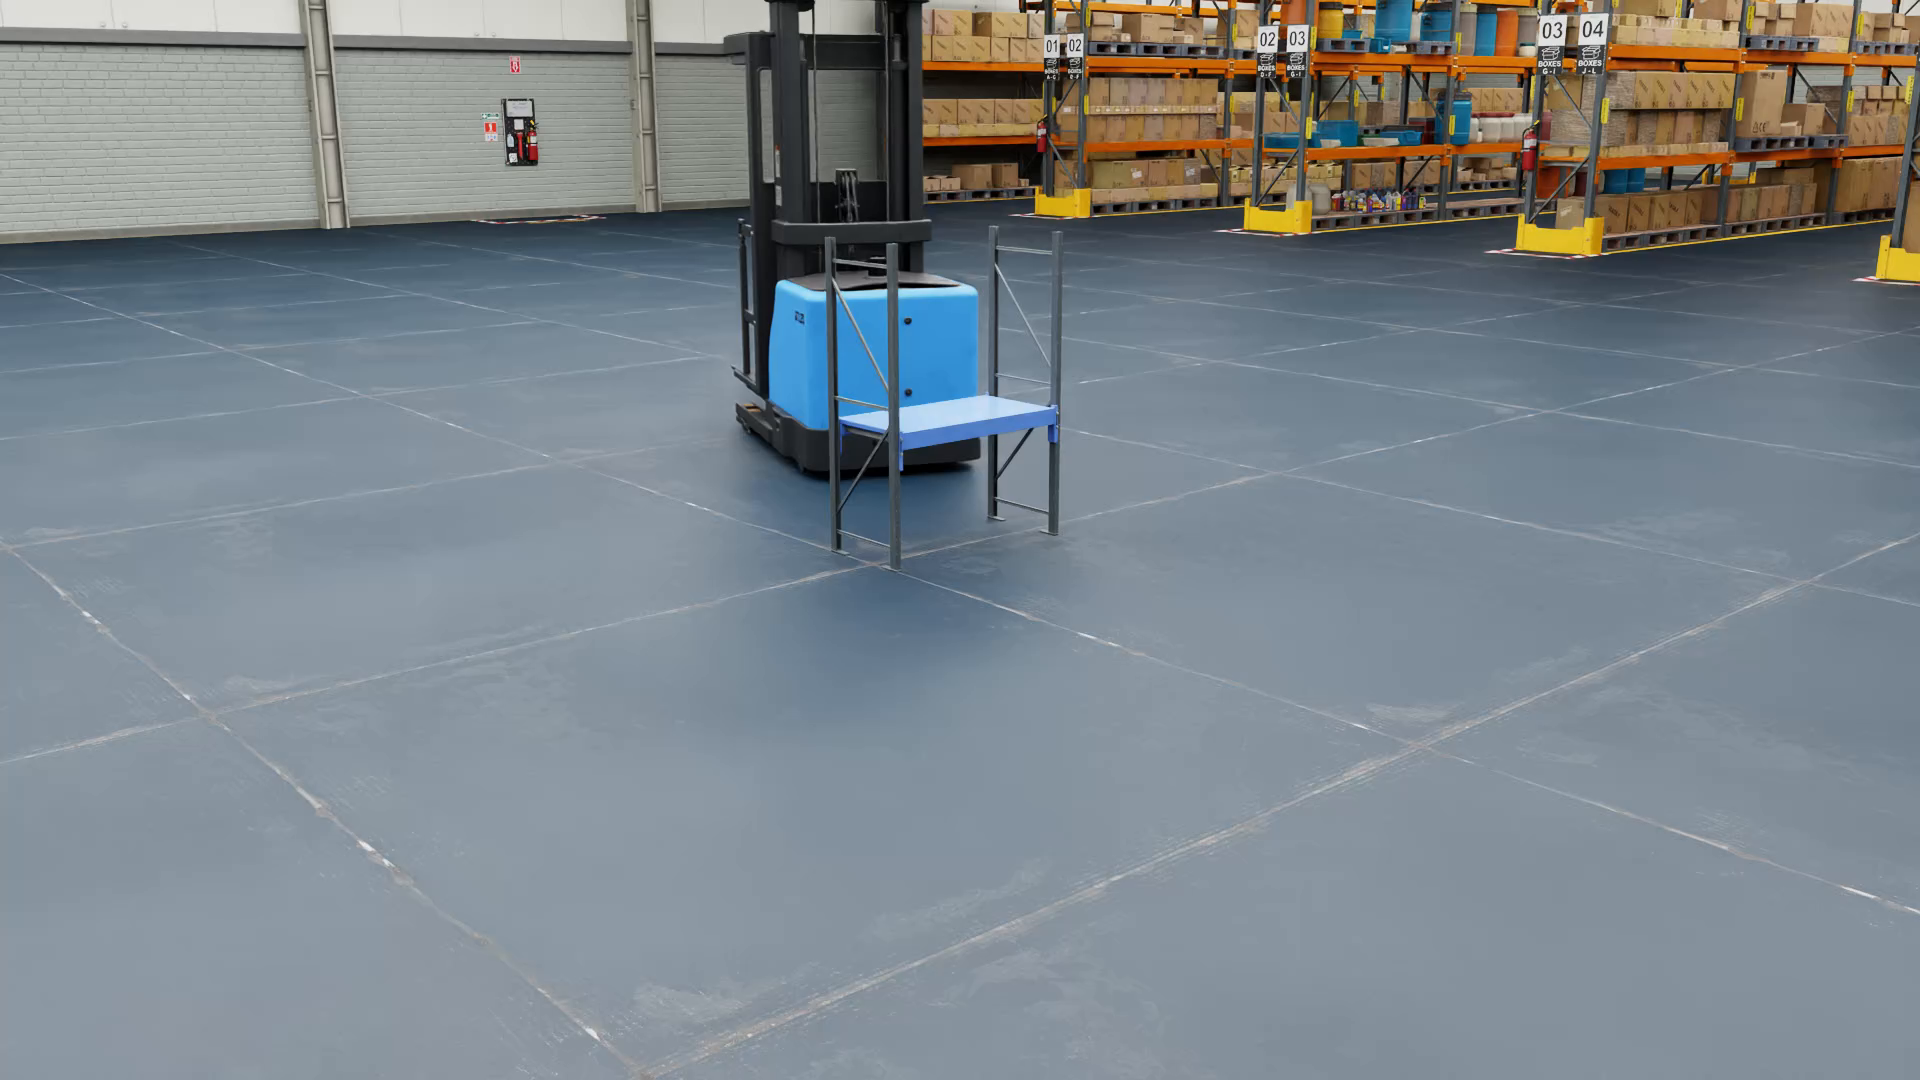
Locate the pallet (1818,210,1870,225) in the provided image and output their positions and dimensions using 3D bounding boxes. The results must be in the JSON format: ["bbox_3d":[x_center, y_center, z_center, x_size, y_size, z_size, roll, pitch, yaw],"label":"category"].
[{"bbox_3d":[15.084,-5.648,28.987,1.213,0.211,1.003,-13,19,-39],"label":"pallet"}]

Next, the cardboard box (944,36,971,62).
[{"bbox_3d":[-0.115,-10.102,34.213,0.500,0.500,0.500,-12,19,-37],"label":"cardboard box"}]

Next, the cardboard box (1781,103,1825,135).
[{"bbox_3d":[13.704,-6.915,27.317,0.500,0.500,0.700,-9,18,-31],"label":"cardboard box"}]

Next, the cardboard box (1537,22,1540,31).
[{"bbox_3d":[13.598,-12.052,39.612,0.500,0.500,0.700,-13,19,-39],"label":"cardboard box"}]

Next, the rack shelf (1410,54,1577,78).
[{"bbox_3d":[9.680,-8.604,30.229,4.000,0.370,1.077,-13,19,-39],"label":"rack shelf"}]

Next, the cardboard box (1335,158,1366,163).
[{"bbox_3d":[8.531,-8.388,36.377,0.500,0.250,0.500,-12,19,-37],"label":"cardboard box"}]

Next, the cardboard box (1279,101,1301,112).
[{"bbox_3d":[8.123,-10.681,41.843,0.700,0.700,0.980,-12,19,-39],"label":"cardboard box"}]

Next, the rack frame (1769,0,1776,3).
[{"bbox_3d":[17.224,-12.095,36.092,0.127,3.000,1.000,-13,19,-39],"label":"rack frame"}]

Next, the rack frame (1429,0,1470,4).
[{"bbox_3d":[10.958,-12.382,37.167,0.127,3.000,1.000,-13,19,-39],"label":"rack frame"}]

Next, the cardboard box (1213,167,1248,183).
[{"bbox_3d":[5.398,-7.295,33.177,0.500,0.311,0.500,-13,19,-39],"label":"cardboard box"}]

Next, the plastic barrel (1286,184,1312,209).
[{"bbox_3d":[5.600,-5.613,27.458,0.421,0.512,0.421,0,15,0],"label":"plastic barrel"}]

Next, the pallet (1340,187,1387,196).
[{"bbox_3d":[8.528,-7.578,36.210,1.213,0.211,1.003,-13,19,-39],"label":"pallet"}]

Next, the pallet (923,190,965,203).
[{"bbox_3d":[-0.656,-7.211,34.837,1.213,0.211,1.003,-13,19,-39],"label":"pallet"}]

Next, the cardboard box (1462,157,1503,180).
[{"bbox_3d":[12.372,-8.809,39.402,0.637,0.503,0.797,-13,19,-39],"label":"cardboard box"}]

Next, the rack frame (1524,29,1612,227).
[{"bbox_3d":[8.405,-5.522,23.109,0.127,3.000,1.000,-13,19,-39],"label":"rack frame"}]

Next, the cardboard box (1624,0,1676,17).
[{"bbox_3d":[9.702,-7.603,23.350,0.500,0.500,0.500,-13,20,-40],"label":"cardboard box"}]

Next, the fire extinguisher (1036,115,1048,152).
[{"bbox_3d":[1.511,-7.484,30.605,0.183,0.674,0.296,-13,19,-39],"label":"fire extinguisher"}]

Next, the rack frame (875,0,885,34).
[{"bbox_3d":[-1.349,-11.313,33.165,0.127,3.000,1.000,-13,19,-39],"label":"rack frame"}]

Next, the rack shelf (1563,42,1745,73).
[{"bbox_3d":[9.914,-6.962,24.083,4.000,0.370,1.077,-13,19,-39],"label":"rack shelf"}]

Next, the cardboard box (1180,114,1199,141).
[{"bbox_3d":[4.198,-8.010,32.230,0.500,0.500,0.700,-13,20,-40],"label":"cardboard box"}]

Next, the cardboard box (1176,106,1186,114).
[{"bbox_3d":[4.089,-8.230,31.799,0.250,0.149,0.380,-13,20,-40],"label":"cardboard box"}]

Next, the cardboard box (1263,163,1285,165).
[{"bbox_3d":[6.575,-7.743,34.854,0.500,0.311,0.500,-13,20,-41],"label":"cardboard box"}]

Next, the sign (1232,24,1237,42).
[{"bbox_3d":[5.288,-9.758,32.000,0.005,0.325,0.100,-13,19,-39],"label":"sign"}]

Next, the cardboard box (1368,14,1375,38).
[{"bbox_3d":[8.658,-10.946,35.471,0.500,0.500,0.500,-13,19,-39],"label":"cardboard box"}]

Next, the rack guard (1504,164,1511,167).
[{"bbox_3d":[13.918,-8.941,40.753,0.348,0.500,1.175,-13,19,-39],"label":"rack guard"}]

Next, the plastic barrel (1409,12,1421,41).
[{"bbox_3d":[7.718,-8.835,28.670,0.421,0.512,0.421,0,15,0],"label":"plastic barrel"}]

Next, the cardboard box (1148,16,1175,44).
[{"bbox_3d":[3.597,-9.643,31.443,0.637,0.503,0.797,-10,18,-33],"label":"cardboard box"}]

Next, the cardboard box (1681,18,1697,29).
[{"bbox_3d":[10.376,-7.433,23.970,0.250,0.149,0.380,-12,19,-37],"label":"cardboard box"}]

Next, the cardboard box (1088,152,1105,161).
[{"bbox_3d":[2.932,-8.751,37.738,0.500,0.250,0.500,-13,20,-41],"label":"cardboard box"}]

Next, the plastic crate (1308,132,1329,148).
[{"bbox_3d":[5.829,-6.666,27.681,0.408,0.251,0.499,-13,19,-39],"label":"plastic crate"}]

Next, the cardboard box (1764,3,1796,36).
[{"bbox_3d":[12.552,-8.121,26.015,0.637,0.503,0.797,-12,19,-37],"label":"cardboard box"}]

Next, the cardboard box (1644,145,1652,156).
[{"bbox_3d":[9.715,-5.615,23.946,0.250,0.149,0.380,-13,19,-39],"label":"cardboard box"}]

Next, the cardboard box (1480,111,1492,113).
[{"bbox_3d":[11.905,-9.653,38.380,0.500,0.500,0.500,-12,19,-38],"label":"cardboard box"}]

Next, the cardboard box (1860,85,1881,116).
[{"bbox_3d":[15.496,-7.640,28.903,0.637,0.503,0.797,-12,19,-38],"label":"cardboard box"}]

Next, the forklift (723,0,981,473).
[{"bbox_3d":[-0.847,-2.140,10.582,1.130,2.935,3.031,-5,16,-19],"label":"forklift"}]

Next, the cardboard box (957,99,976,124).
[{"bbox_3d":[-0.019,-8.904,34.572,0.500,0.500,0.500,-13,20,-41],"label":"cardboard box"}]

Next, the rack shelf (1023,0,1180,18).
[{"bbox_3d":[3.177,-11.788,37.115,4.000,0.370,1.077,-13,19,-39],"label":"rack shelf"}]

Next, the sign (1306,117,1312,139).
[{"bbox_3d":[5.512,-6.512,26.279,0.005,0.325,0.100,-13,19,-39],"label":"sign"}]

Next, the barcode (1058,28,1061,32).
[{"bbox_3d":[1.816,-9.325,30.412,0.075,0.075,0.001,-13,19,-39],"label":"barcode"}]

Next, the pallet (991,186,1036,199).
[{"bbox_3d":[1.185,-7.624,36.384,1.213,0.211,1.003,-13,19,-39],"label":"pallet"}]

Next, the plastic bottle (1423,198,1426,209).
[{"bbox_3d":[8.102,-5.902,29.102,0.097,0.201,0.097,0,15,0],"label":"plastic bottle"}]

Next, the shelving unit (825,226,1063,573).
[{"bbox_3d":[-0.064,-0.710,8.002,1.048,1.500,0.538,-13,19,-39],"label":"shelving unit"}]

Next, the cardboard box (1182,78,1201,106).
[{"bbox_3d":[4.212,-8.641,32.080,0.500,0.500,0.700,-13,20,-39],"label":"cardboard box"}]

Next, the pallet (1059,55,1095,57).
[{"bbox_3d":[2.204,-10.534,36.427,1.003,0.211,1.213,-13,19,-39],"label":"pallet"}]

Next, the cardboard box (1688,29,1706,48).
[{"bbox_3d":[10.468,-7.274,24.148,0.500,0.250,0.500,-13,20,-40],"label":"cardboard box"}]

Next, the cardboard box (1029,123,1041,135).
[{"bbox_3d":[1.510,-8.890,35.971,0.500,0.250,0.500,-13,19,-39],"label":"cardboard box"}]

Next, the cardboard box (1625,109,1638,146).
[{"bbox_3d":[9.137,-5.909,23.791,0.500,0.500,0.875,-13,19,-39],"label":"cardboard box"}]

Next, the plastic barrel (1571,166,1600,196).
[{"bbox_3d":[12.399,-7.156,33.088,0.708,0.588,0.600,-13,19,-39],"label":"plastic barrel"}]

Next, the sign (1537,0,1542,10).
[{"bbox_3d":[8.056,-7.510,23.025,0.005,0.325,0.100,-13,19,-39],"label":"sign"}]

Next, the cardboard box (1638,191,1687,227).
[{"bbox_3d":[10.668,-5.036,25.321,0.500,0.500,0.500,-6,16,-22],"label":"cardboard box"}]

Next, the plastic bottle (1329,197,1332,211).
[{"bbox_3d":[6.328,-5.806,28.584,0.133,0.283,0.061,-12,19,-38],"label":"plastic bottle"}]

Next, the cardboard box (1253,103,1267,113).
[{"bbox_3d":[7.142,-10.433,40.688,0.500,0.500,0.500,-12,19,-39],"label":"cardboard box"}]

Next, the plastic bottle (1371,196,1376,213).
[{"bbox_3d":[6.985,-5.685,28.154,0.097,0.271,0.097,0,15,0],"label":"plastic bottle"}]

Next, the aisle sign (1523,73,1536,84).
[{"bbox_3d":[13.834,-11.486,40.400,0.004,0.787,0.394,-13,19,-39],"label":"aisle sign"}]
